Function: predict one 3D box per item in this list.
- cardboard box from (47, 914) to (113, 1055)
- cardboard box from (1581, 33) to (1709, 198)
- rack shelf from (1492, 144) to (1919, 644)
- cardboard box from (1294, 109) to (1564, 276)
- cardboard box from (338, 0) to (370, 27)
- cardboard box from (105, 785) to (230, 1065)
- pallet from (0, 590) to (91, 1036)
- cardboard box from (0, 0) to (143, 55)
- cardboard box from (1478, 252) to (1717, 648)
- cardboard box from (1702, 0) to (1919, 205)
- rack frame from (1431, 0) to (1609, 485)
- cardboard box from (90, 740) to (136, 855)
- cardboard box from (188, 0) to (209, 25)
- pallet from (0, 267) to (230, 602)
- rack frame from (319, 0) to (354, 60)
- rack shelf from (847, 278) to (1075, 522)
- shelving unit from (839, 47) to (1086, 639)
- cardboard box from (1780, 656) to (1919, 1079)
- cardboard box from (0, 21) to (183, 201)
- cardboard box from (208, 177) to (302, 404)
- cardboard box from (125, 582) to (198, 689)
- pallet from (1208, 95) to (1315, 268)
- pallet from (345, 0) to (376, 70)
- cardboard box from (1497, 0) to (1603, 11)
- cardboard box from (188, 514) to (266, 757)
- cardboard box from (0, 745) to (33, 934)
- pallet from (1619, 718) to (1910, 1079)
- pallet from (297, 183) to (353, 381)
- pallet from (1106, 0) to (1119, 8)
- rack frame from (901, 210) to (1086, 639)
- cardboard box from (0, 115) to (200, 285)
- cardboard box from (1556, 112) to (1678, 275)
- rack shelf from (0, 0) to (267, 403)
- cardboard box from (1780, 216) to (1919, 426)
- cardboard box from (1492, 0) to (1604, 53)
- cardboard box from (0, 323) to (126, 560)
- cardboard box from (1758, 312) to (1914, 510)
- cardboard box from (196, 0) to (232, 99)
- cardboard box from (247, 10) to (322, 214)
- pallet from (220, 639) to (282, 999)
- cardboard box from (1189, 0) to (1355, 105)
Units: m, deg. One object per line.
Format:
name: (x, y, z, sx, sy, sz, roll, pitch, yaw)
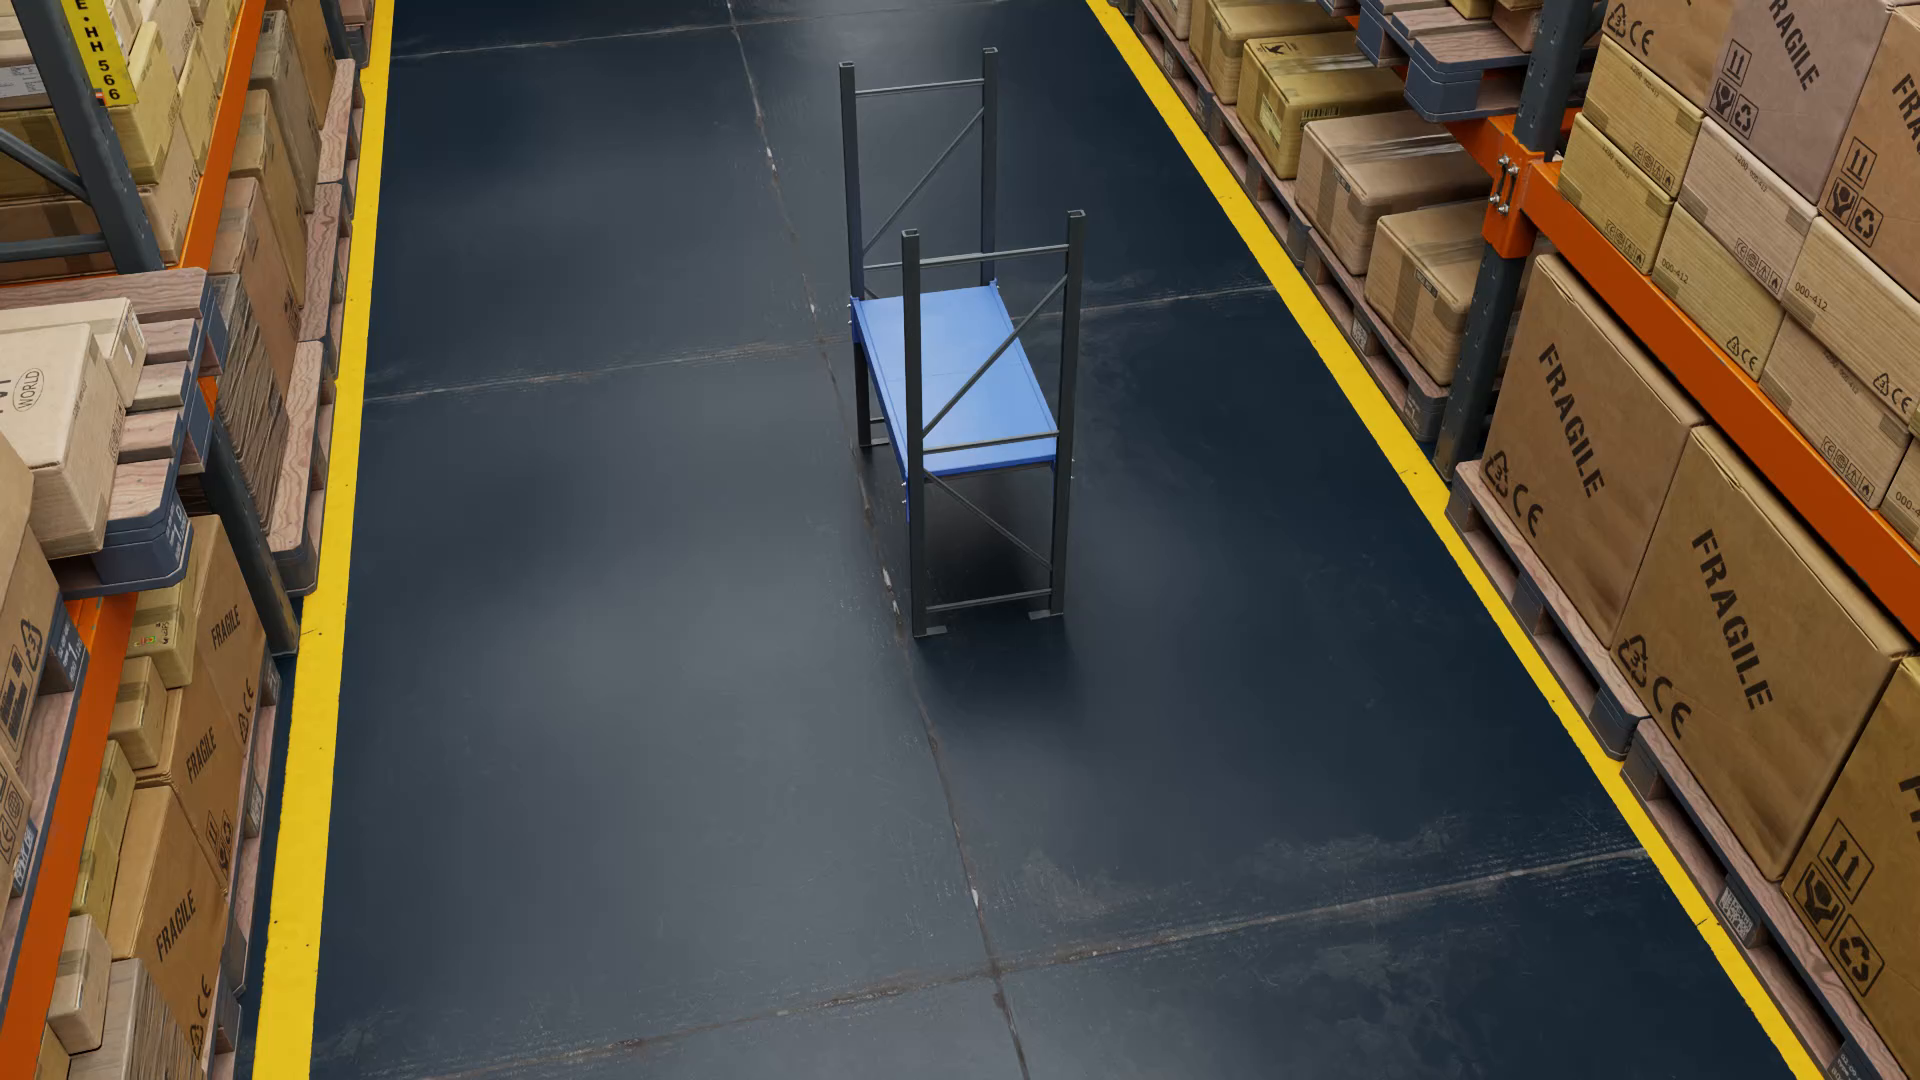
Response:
cardboard box: (-2.013, 0.963, 3.483, 0.380, 0.149, 0.250, -10, 43, -11)
cardboard box: (2.089, -1.200, 4.578, 0.500, 0.250, 0.500, -9, 42, -10)
rack shelf: (2.652, 0.133, 3.883, 1.077, 0.370, 4.000, -8, 42, -9)
cardboard box: (1.941, -1.452, 6.789, 0.950, 0.372, 0.625, -9, 42, -10)
cardboard box: (-3.270, -2.802, 8.402, 0.500, 0.250, 0.500, -8, 42, -9)
cardboard box: (-2.111, 0.967, 3.968, 0.500, 0.500, 0.500, -7, 42, -7)
pallet: (-2.201, 0.613, 2.945, 1.003, 0.211, 1.213, -8, 42, -9)
cardboard box: (-2.465, -1.421, 4.527, 0.380, 0.149, 0.250, -7, 42, -8)
cardboard box: (2.289, -0.336, 5.153, 0.875, 0.875, 0.875, -9, 42, -10)
cardboard box: (2.205, -1.169, 3.979, 0.500, 0.500, 0.500, -8, 42, -9)
rack frame: (2.221, -1.433, 5.105, 1.000, 3.000, 0.127, -8, 42, -9)
cardboard box: (-2.156, 0.627, 3.862, 0.380, 0.149, 0.250, -7, 42, -8)
cardboard box: (-2.685, -1.839, 5.299, 0.500, 0.250, 0.500, -9, 42, -10)
pallet: (-2.410, -0.218, 3.881, 1.213, 0.211, 1.003, -8, 42, -9)
rack frame: (-3.489, -3.312, 7.221, 1.000, 3.000, 0.127, -8, 42, -9)
rack shelf: (-0.018, -0.482, 5.434, 0.538, 0.185, 1.000, -8, 42, -9)
shelving unit: (-0.018, -0.616, 5.314, 0.538, 1.500, 1.048, -8, 42, -9)
cardboard box: (2.669, 0.823, 3.848, 0.875, 0.875, 0.875, -7, 42, -8)
cardboard box: (-2.458, -1.176, 4.552, 0.500, 0.250, 0.500, -8, 42, -9)
cardboard box: (-2.895, -0.817, 5.883, 0.875, 0.625, 0.625, -7, 42, -8)
cardboard box: (-2.182, 0.272, 4.262, 0.380, 0.149, 0.250, -10, 43, -12)
pallet: (1.793, -1.686, 7.490, 1.003, 0.211, 1.213, -8, 42, -9)
pallet: (-3.619, -2.791, 8.735, 1.003, 0.211, 1.213, -8, 42, -9)
cardboard box: (1.851, -1.993, 5.120, 0.500, 0.500, 0.500, -9, 42, -11)
cardboard box: (-2.324, 0.302, 4.717, 0.500, 0.500, 0.500, -7, 42, -8)
cardboard box: (-1.929, 0.489, 2.548, 0.700, 0.500, 0.500, -9, 42, -10)
pallet: (2.577, 0.921, 4.553, 1.003, 0.211, 1.213, -8, 42, -9)
pallet: (-3.025, -1.005, 6.723, 1.003, 0.211, 1.213, -8, 42, -9)
pallet: (1.178, -3.413, 9.436, 1.003, 0.211, 1.213, -8, 42, -9)
rack frame: (0.091, -0.287, 4.943, 0.500, 1.500, 0.032, -8, 42, -9)
cardboard box: (-2.482, -0.986, 4.714, 0.500, 0.250, 0.500, -8, 42, -9)
cardboard box: (2.081, -1.023, 4.756, 0.500, 0.250, 0.500, -9, 42, -10)
rack shelf: (-3.057, -1.746, 6.000, 1.077, 0.370, 4.000, -8, 42, -9)
cardboard box: (2.295, -0.540, 3.835, 0.500, 0.250, 0.500, -8, 42, -9)
cardboard box: (1.920, -1.675, 5.250, 0.380, 0.149, 0.250, -7, 42, -8)
cardboard box: (-2.082, -0.183, 3.493, 0.500, 0.250, 0.500, -10, 43, -11)
cardboard box: (2.316, -0.352, 4.000, 0.500, 0.250, 0.500, -7, 42, -8)
cardboard box: (-2.704, -1.645, 5.457, 0.500, 0.250, 0.500, -10, 42, -11)
cardboard box: (-3.205, -1.740, 6.923, 0.875, 0.625, 0.625, -9, 42, -10)
pallet: (-2.501, 0.813, 4.675, 1.003, 0.211, 1.213, -8, 42, -9)
cardboard box: (1.631, -2.395, 7.851, 0.950, 0.372, 0.625, -6, 42, -7)
